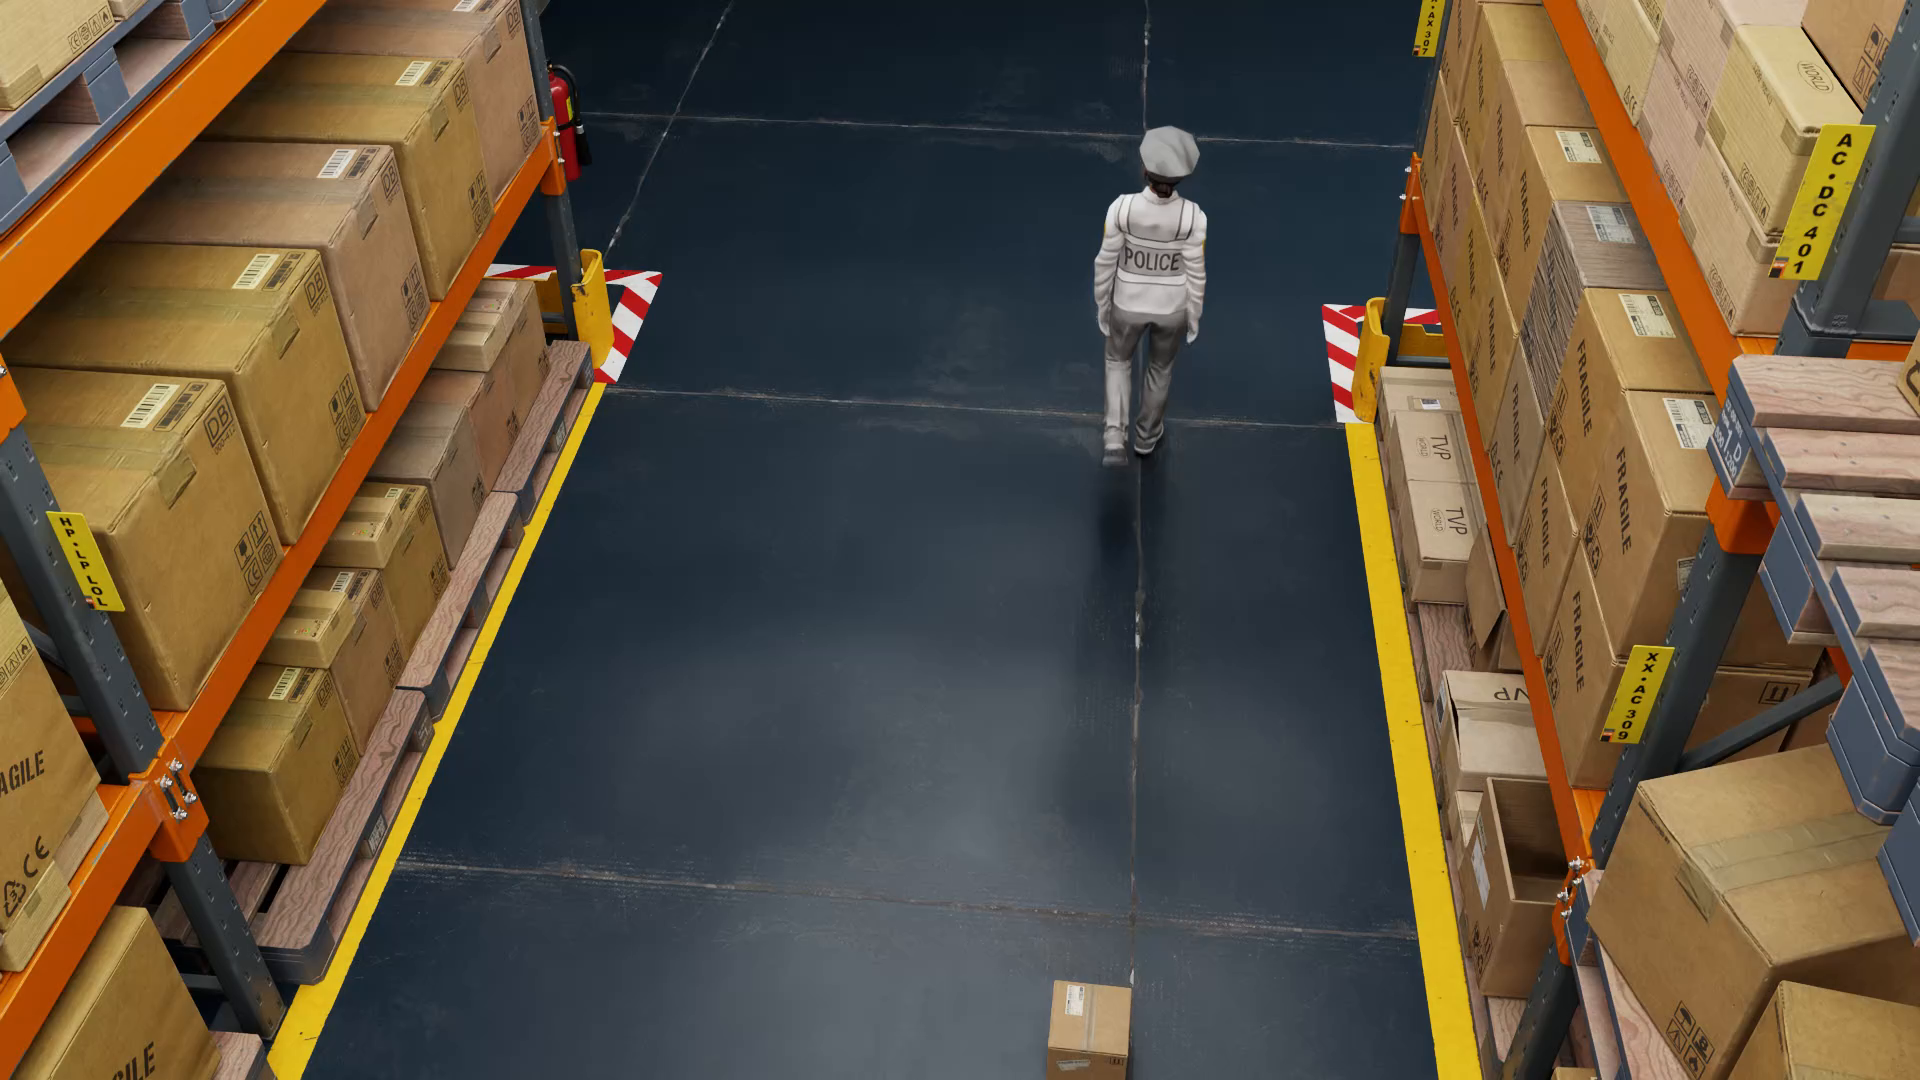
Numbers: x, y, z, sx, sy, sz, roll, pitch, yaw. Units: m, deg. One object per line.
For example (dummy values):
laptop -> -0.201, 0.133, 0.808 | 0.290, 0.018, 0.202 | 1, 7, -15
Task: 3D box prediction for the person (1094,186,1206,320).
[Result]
person -> 0.828, -1.255, 7.157 | 0.486, 0.618, 0.301 | 7, 41, 8
